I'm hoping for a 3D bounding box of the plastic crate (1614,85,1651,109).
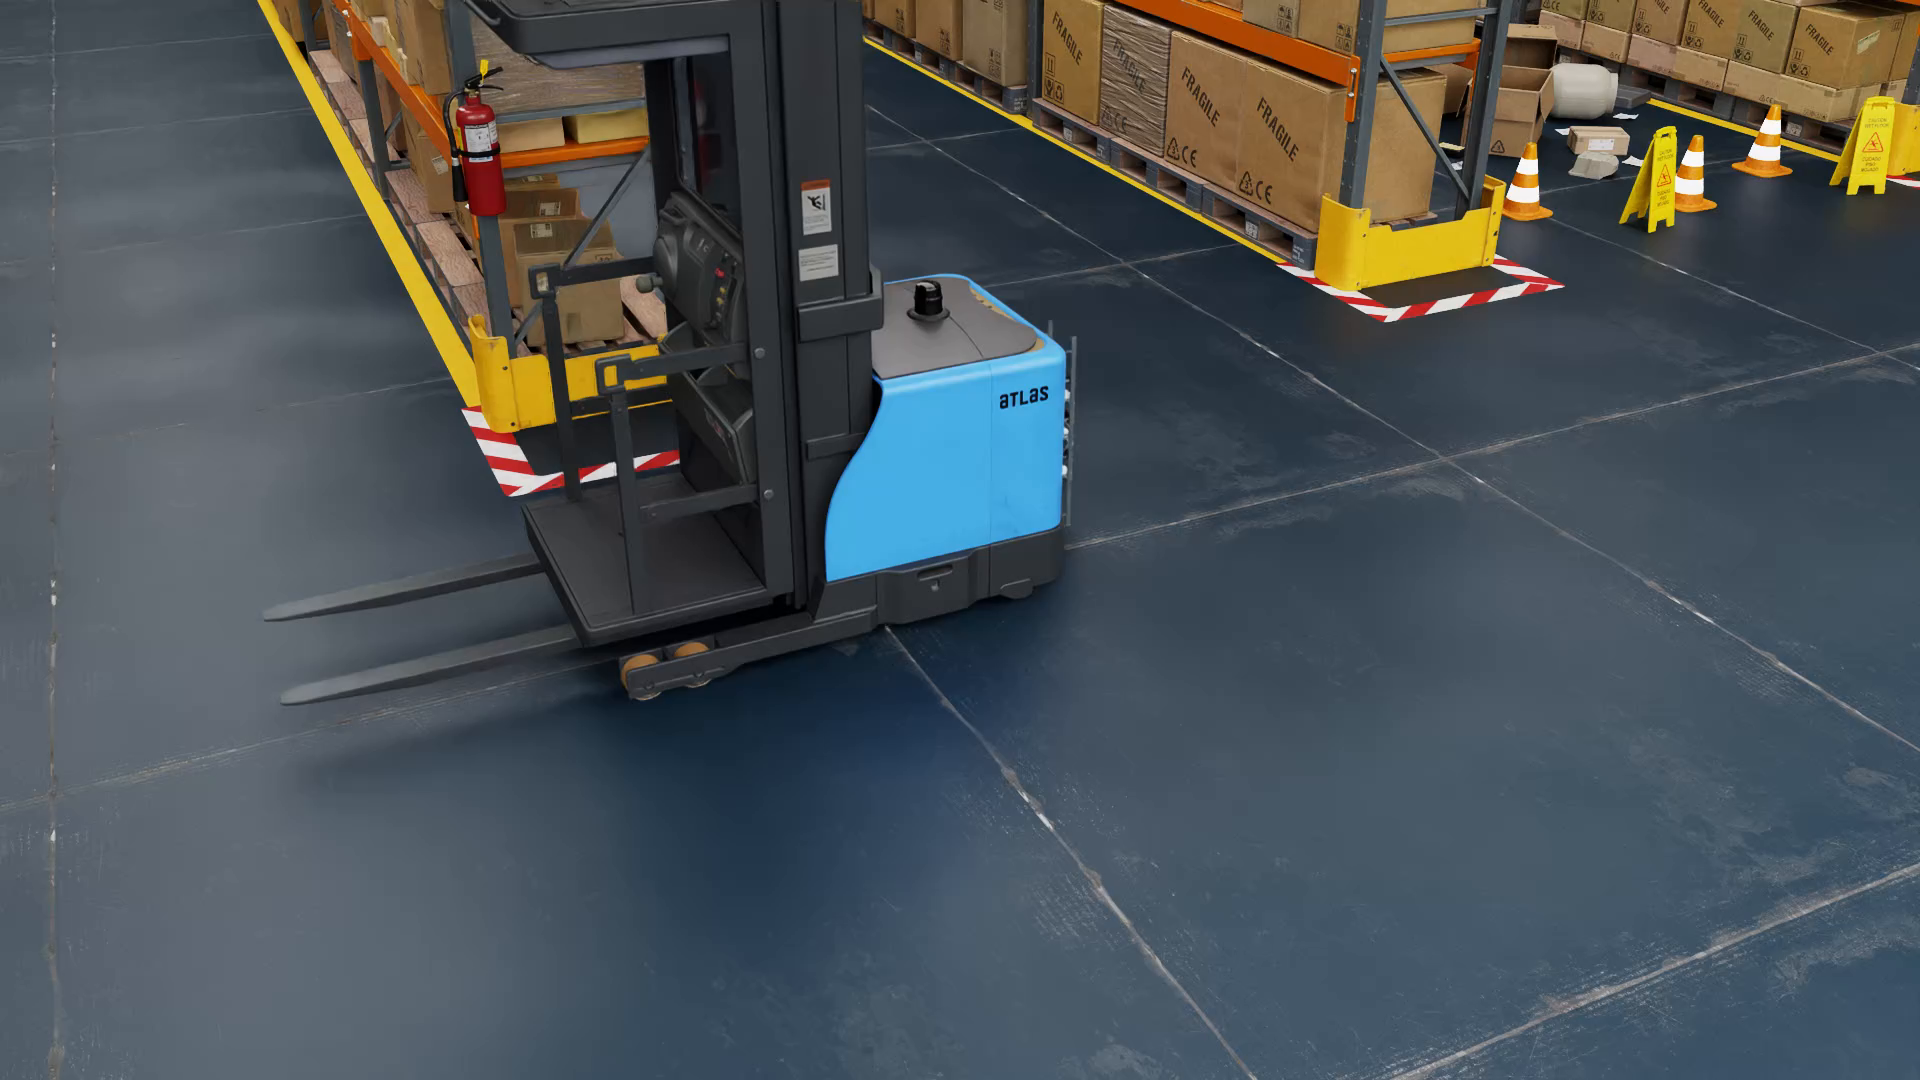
[{"bbox_3d":[5.365,-3.697,13.760,0.583,0.080,0.402,26,38,38],"label":"plastic crate"}]

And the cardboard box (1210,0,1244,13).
[{"bbox_3d":[2.138,-3.717,10.658,0.875,0.550,0.550,-13,32,-22],"label":"cardboard box"}]

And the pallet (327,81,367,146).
[{"bbox_3d":[-4.382,-3.422,13.137,1.003,0.211,1.213,-13,32,-22],"label":"pallet"}]

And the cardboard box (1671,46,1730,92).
[{"bbox_3d":[6.114,-3.814,13.366,0.500,0.250,0.500,-14,32,-24],"label":"cardboard box"}]

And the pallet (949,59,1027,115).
[{"bbox_3d":[0.605,-3.860,13.919,1.003,0.211,1.213,-13,32,-22],"label":"pallet"}]

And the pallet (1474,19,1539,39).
[{"bbox_3d":[5.096,-4.963,15.885,1.003,0.211,1.213,-13,32,-22],"label":"pallet"}]

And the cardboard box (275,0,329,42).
[{"bbox_3d":[-5.513,-5.087,14.999,1.225,0.875,0.875,-15,32,-24],"label":"cardboard box"}]

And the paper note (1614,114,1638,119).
[{"bbox_3d":[5.304,-3.379,13.245,0.148,0.019,0.142,26,38,38],"label":"paper note"}]

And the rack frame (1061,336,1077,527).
[{"bbox_3d":[0.377,-0.430,7.096,0.240,0.900,0.006,-14,32,-23],"label":"rack frame"}]

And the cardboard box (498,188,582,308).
[{"bbox_3d":[-2.342,-1.617,9.193,0.500,0.500,0.500,-5,30,-9],"label":"cardboard box"}]

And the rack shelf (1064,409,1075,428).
[{"bbox_3d":[0.332,-0.524,7.148,0.258,0.077,0.200,-14,32,-23],"label":"rack shelf"}]

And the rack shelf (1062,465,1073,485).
[{"bbox_3d":[0.332,-0.288,7.280,0.258,0.077,0.200,-14,32,-23],"label":"rack shelf"}]

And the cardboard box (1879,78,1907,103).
[{"bbox_3d":[7.052,-3.467,12.748,0.500,0.250,0.500,-13,32,-22],"label":"cardboard box"}]

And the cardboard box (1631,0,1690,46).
[{"bbox_3d":[5.902,-4.366,13.584,0.500,0.500,0.500,-11,31,-19],"label":"cardboard box"}]

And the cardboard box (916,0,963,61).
[{"bbox_3d":[0.246,-4.636,14.321,1.050,0.750,0.750,-13,32,-22],"label":"cardboard box"}]

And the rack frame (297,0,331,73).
[{"bbox_3d":[-5.236,-5.522,14.030,1.000,3.000,0.127,-13,32,-22],"label":"rack frame"}]

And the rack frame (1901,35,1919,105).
[{"bbox_3d":[7.149,-4.069,11.439,1.000,3.000,0.127,-13,32,-22],"label":"rack frame"}]

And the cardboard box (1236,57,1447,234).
[{"bbox_3d":[2.371,-2.527,10.432,0.875,0.875,0.875,-13,32,-22],"label":"cardboard box"}]

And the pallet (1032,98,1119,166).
[{"bbox_3d":[1.260,-3.183,12.711,1.003,0.211,1.213,-13,32,-22],"label":"pallet"}]

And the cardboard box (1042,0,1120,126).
[{"bbox_3d":[1.211,-3.716,12.552,0.875,0.875,0.875,-13,32,-21],"label":"cardboard box"}]

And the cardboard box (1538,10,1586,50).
[{"bbox_3d":[5.441,-4.502,14.594,0.500,0.250,0.500,-15,32,-24],"label":"cardboard box"}]

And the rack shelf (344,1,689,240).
[{"bbox_3d":[-2.660,-2.558,9.480,1.077,0.370,4.000,-13,32,-22],"label":"rack shelf"}]

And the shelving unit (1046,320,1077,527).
[{"bbox_3d":[0.332,-0.474,7.175,0.258,0.900,0.210,-14,32,-23],"label":"shelving unit"}]

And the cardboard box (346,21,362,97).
[{"bbox_3d":[-4.431,-3.840,13.138,0.700,0.500,0.500,-10,31,-18],"label":"cardboard box"}]

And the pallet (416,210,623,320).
[{"bbox_3d":[-2.671,-1.710,10.083,1.003,0.211,1.213,-13,32,-22],"label":"pallet"}]

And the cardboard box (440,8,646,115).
[{"bbox_3d":[-2.013,-2.410,8.075,0.875,0.500,0.500,-13,32,-22],"label":"cardboard box"}]

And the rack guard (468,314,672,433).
[{"bbox_3d":[-1.834,-0.931,8.400,1.175,0.500,0.348,-13,32,-22],"label":"rack guard"}]

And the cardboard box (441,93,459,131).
[{"bbox_3d":[-2.371,-2.171,8.312,0.380,0.149,0.250,-13,32,-22],"label":"cardboard box"}]

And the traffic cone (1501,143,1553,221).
[{"bbox_3d":[3.776,-2.411,11.076,0.336,0.463,0.334,-13,32,-22],"label":"traffic cone"}]

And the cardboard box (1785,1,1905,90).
[{"bbox_3d":[6.569,-3.679,12.359,0.500,0.500,0.500,-13,32,-22],"label":"cardboard box"}]

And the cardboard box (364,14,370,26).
[{"bbox_3d":[-3.470,-3.269,10.270,0.380,0.149,0.250,-13,32,-22],"label":"cardboard box"}]

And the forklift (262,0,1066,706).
[{"bbox_3d":[-1.134,-0.978,5.997,3.031,2.935,1.130,-13,32,-22],"label":"forklift"}]

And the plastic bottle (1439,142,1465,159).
[{"bbox_3d":[3.615,-2.904,12.367,0.283,0.061,0.133,26,38,38],"label":"plastic bottle"}]

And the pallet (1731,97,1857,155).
[{"bbox_3d":[6.799,-3.252,12.834,1.003,0.211,1.213,-13,32,-22],"label":"pallet"}]

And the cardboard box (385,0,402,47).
[{"bbox_3d":[-2.716,-3.059,9.232,0.875,0.500,0.500,-13,32,-22],"label":"cardboard box"}]

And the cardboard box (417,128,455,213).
[{"bbox_3d":[-3.130,-2.411,10.610,0.500,0.500,0.500,-3,29,-6],"label":"cardboard box"}]

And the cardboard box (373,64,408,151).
[{"bbox_3d":[-3.763,-3.132,11.875,0.700,0.500,0.500,-16,33,-26],"label":"cardboard box"}]

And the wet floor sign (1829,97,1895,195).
[{"bbox_3d":[6.264,-2.733,11.465,0.267,0.644,0.232,-3,29,-5],"label":"wet floor sign"}]

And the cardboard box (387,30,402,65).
[{"bbox_3d":[-3.042,-2.827,9.482,0.380,0.149,0.250,-13,32,-22],"label":"cardboard box"}]

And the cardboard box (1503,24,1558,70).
[{"bbox_3d":[4.663,-3.987,13.847,0.500,0.500,0.500,7,30,13],"label":"cardboard box"}]

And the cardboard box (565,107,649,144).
[{"bbox_3d":[-1.709,-2.054,8.104,0.380,0.149,0.250,-13,32,-22],"label":"cardboard box"}]
